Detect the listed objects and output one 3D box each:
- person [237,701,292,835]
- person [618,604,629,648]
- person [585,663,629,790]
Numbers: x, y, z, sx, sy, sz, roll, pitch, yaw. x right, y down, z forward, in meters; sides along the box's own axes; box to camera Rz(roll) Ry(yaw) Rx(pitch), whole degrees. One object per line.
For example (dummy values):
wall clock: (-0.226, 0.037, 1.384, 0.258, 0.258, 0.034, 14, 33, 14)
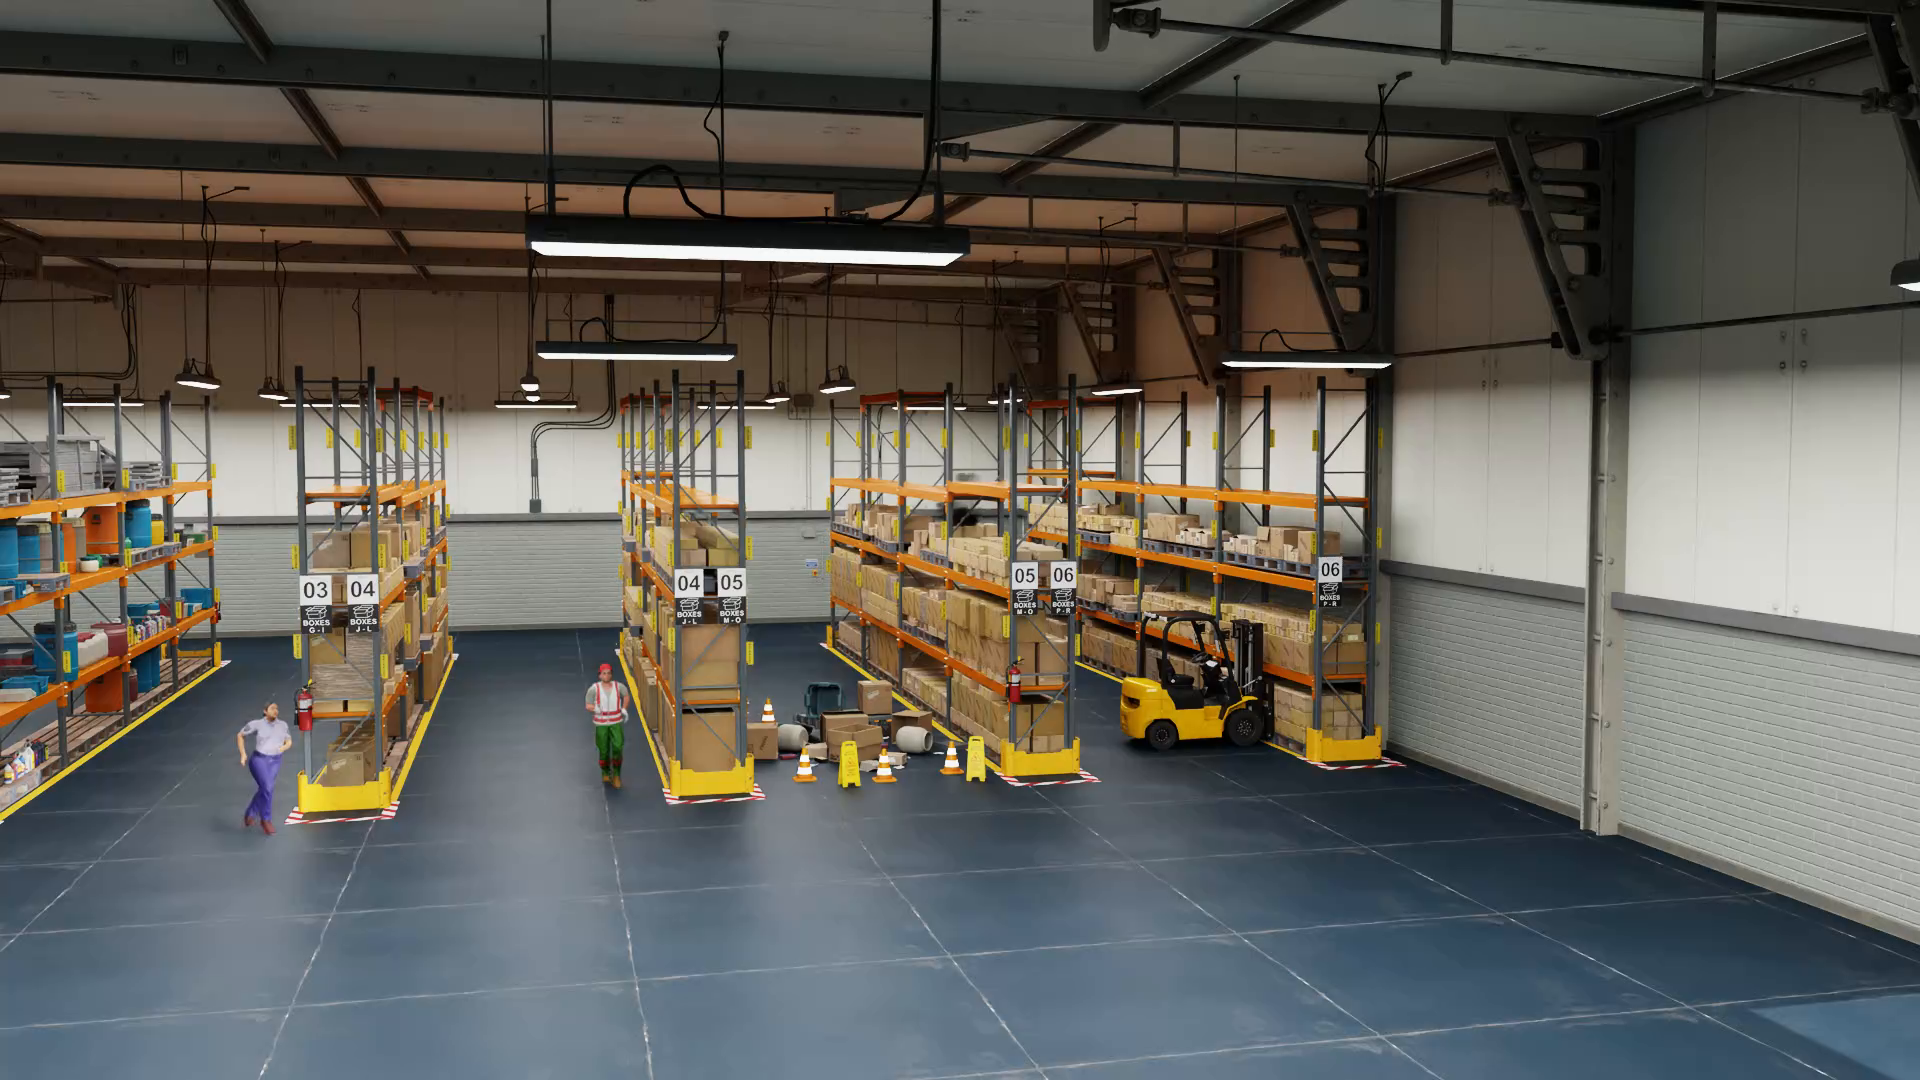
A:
person: (-8.900, 2.906, 21.441, 0.774, 1.641, 0.602, 3, 4, 36)
person: (-7.840, 1.753, 40.288, 0.891, 1.699, 0.617, -1, 4, -19)
person: (-5.073, 2.682, 23.983, 0.635, 1.817, 0.741, -1, 4, -15)
